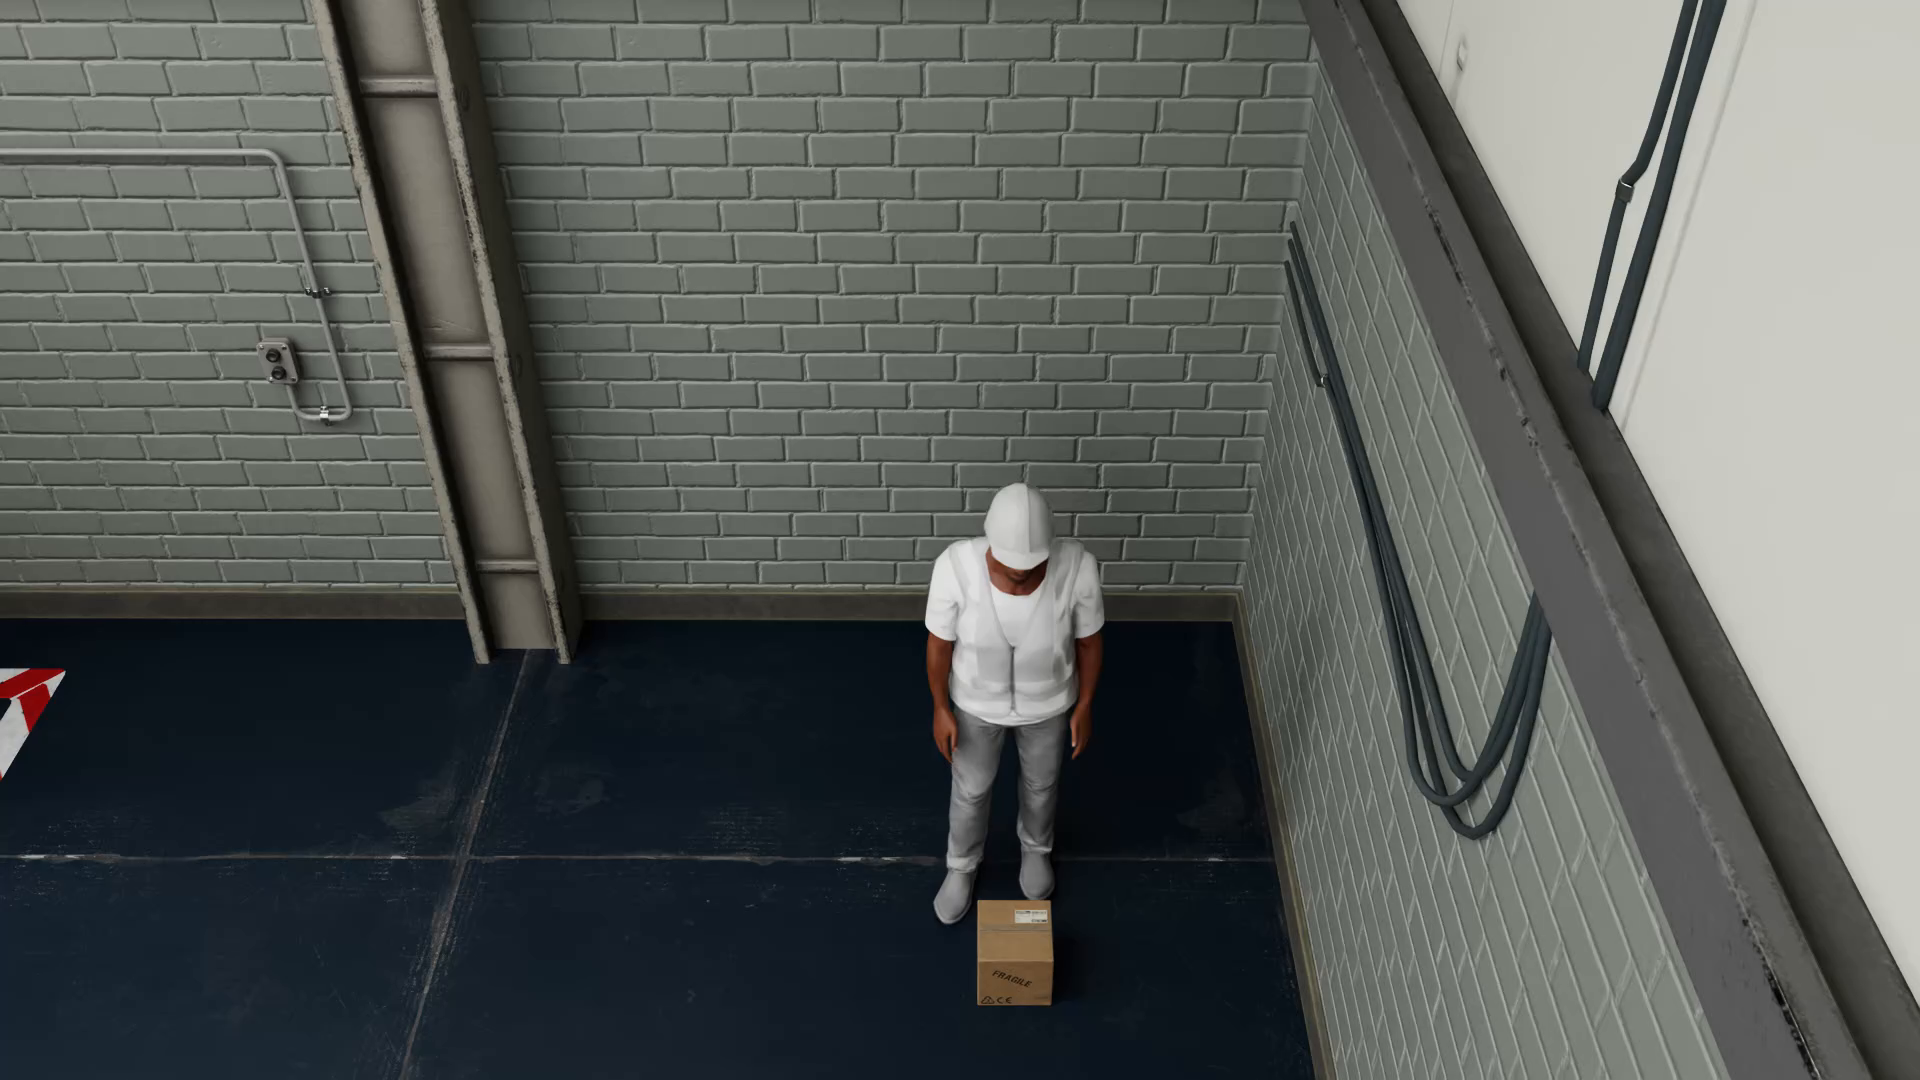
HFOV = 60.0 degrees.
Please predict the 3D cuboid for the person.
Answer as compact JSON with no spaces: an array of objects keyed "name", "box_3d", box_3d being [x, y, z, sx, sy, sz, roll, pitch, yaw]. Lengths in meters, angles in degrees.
[{"name":"person","box_3d":[0.175,0.542,5.469,0.574,1.774,0.437,0,39,0]}]
